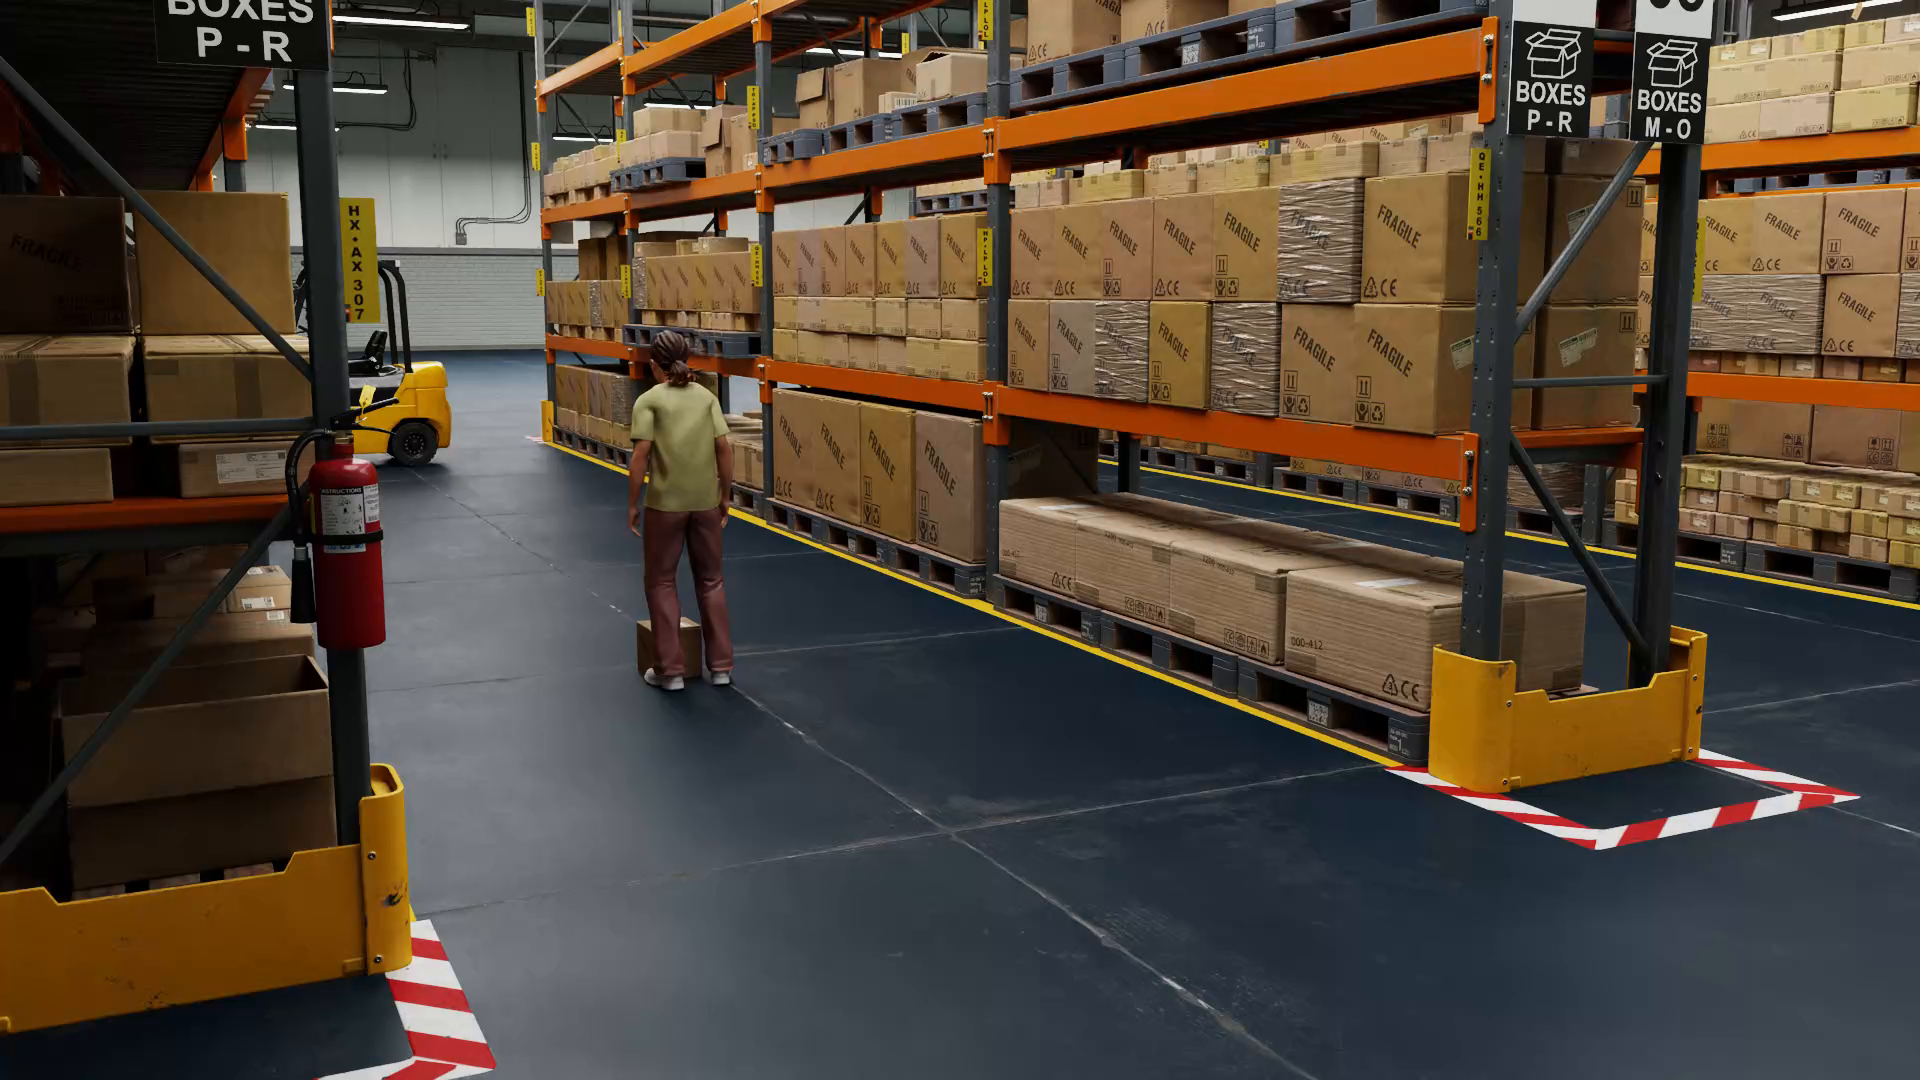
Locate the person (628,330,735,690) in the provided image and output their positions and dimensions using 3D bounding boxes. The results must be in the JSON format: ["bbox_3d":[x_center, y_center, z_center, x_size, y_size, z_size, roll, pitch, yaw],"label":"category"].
[{"bbox_3d":[-1.307,-0.141,7.780,0.520,1.673,0.357,-5,10,-29],"label":"person"}]
